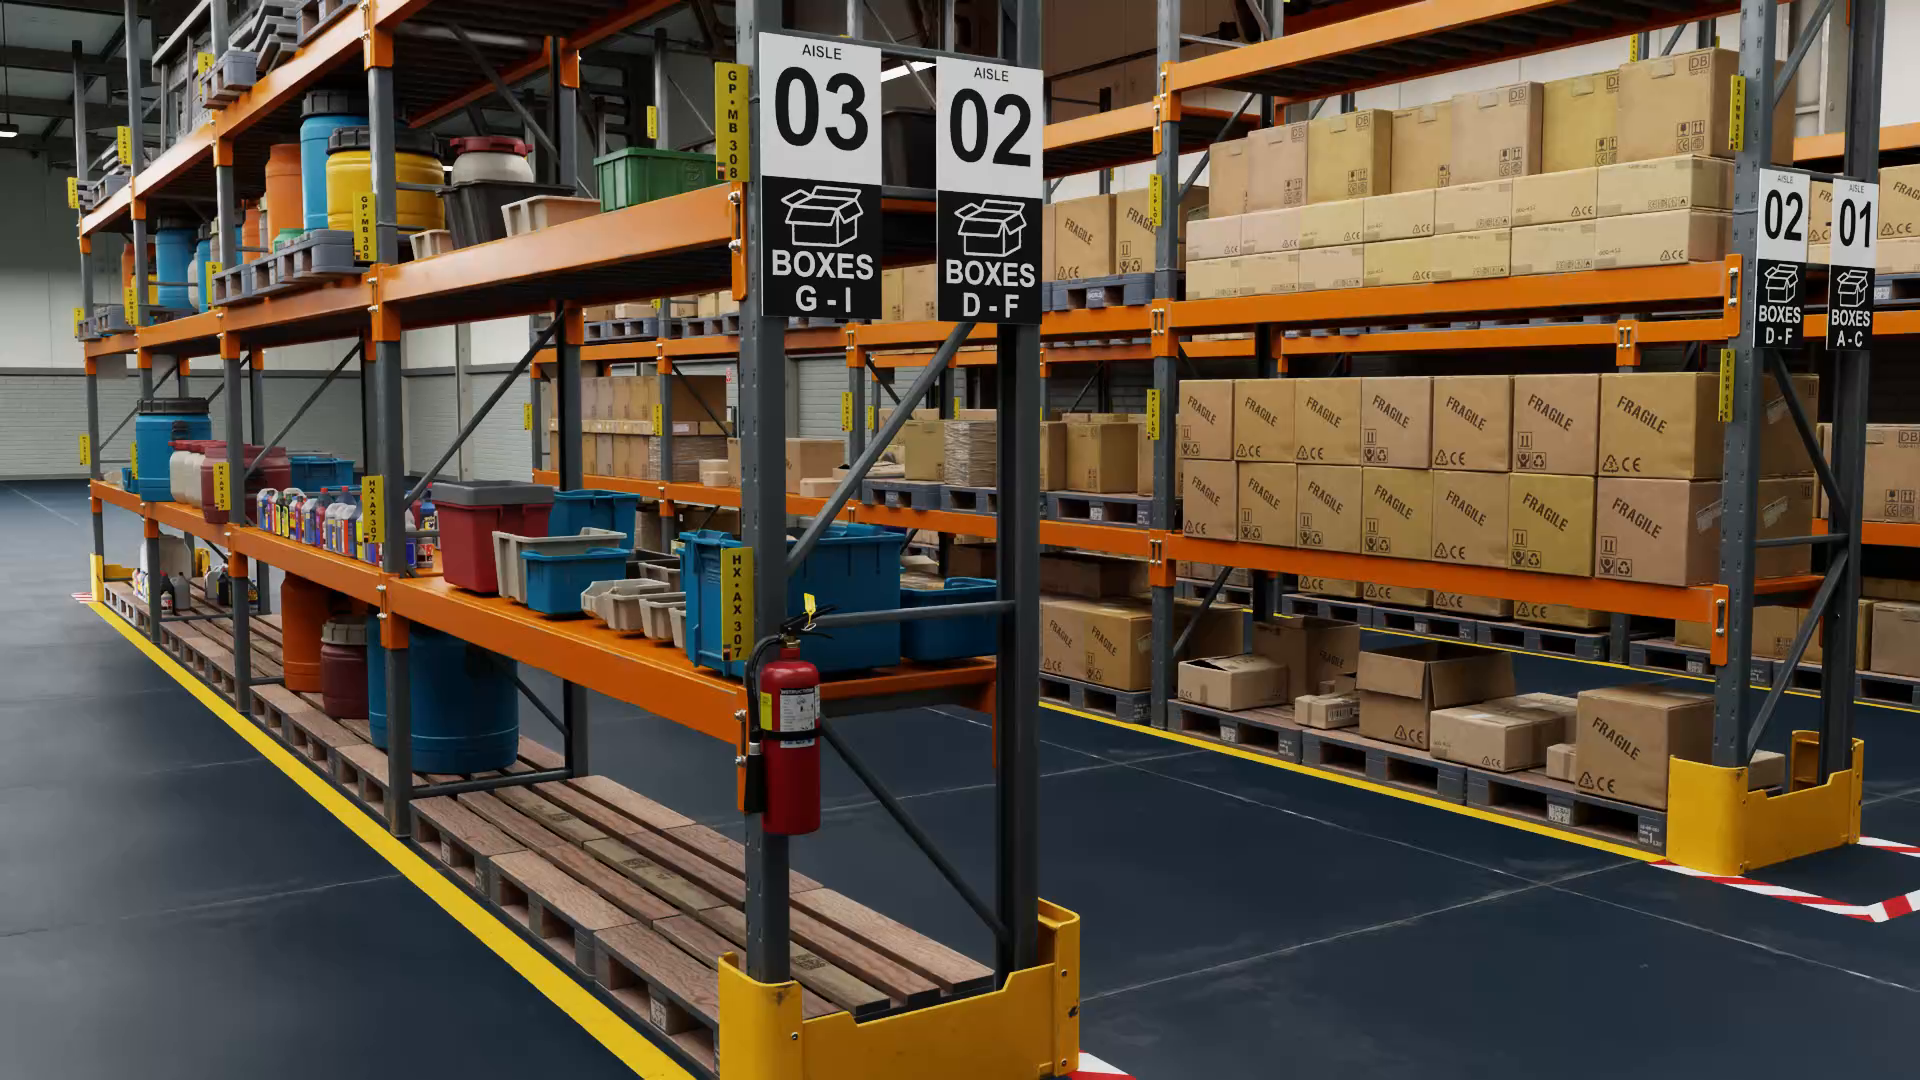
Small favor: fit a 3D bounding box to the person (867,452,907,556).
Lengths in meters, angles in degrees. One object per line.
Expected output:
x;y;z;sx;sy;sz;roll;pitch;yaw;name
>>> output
-0.801;-0.096;17.790;0.512;1.703;0.340;-3;6;-33;person
